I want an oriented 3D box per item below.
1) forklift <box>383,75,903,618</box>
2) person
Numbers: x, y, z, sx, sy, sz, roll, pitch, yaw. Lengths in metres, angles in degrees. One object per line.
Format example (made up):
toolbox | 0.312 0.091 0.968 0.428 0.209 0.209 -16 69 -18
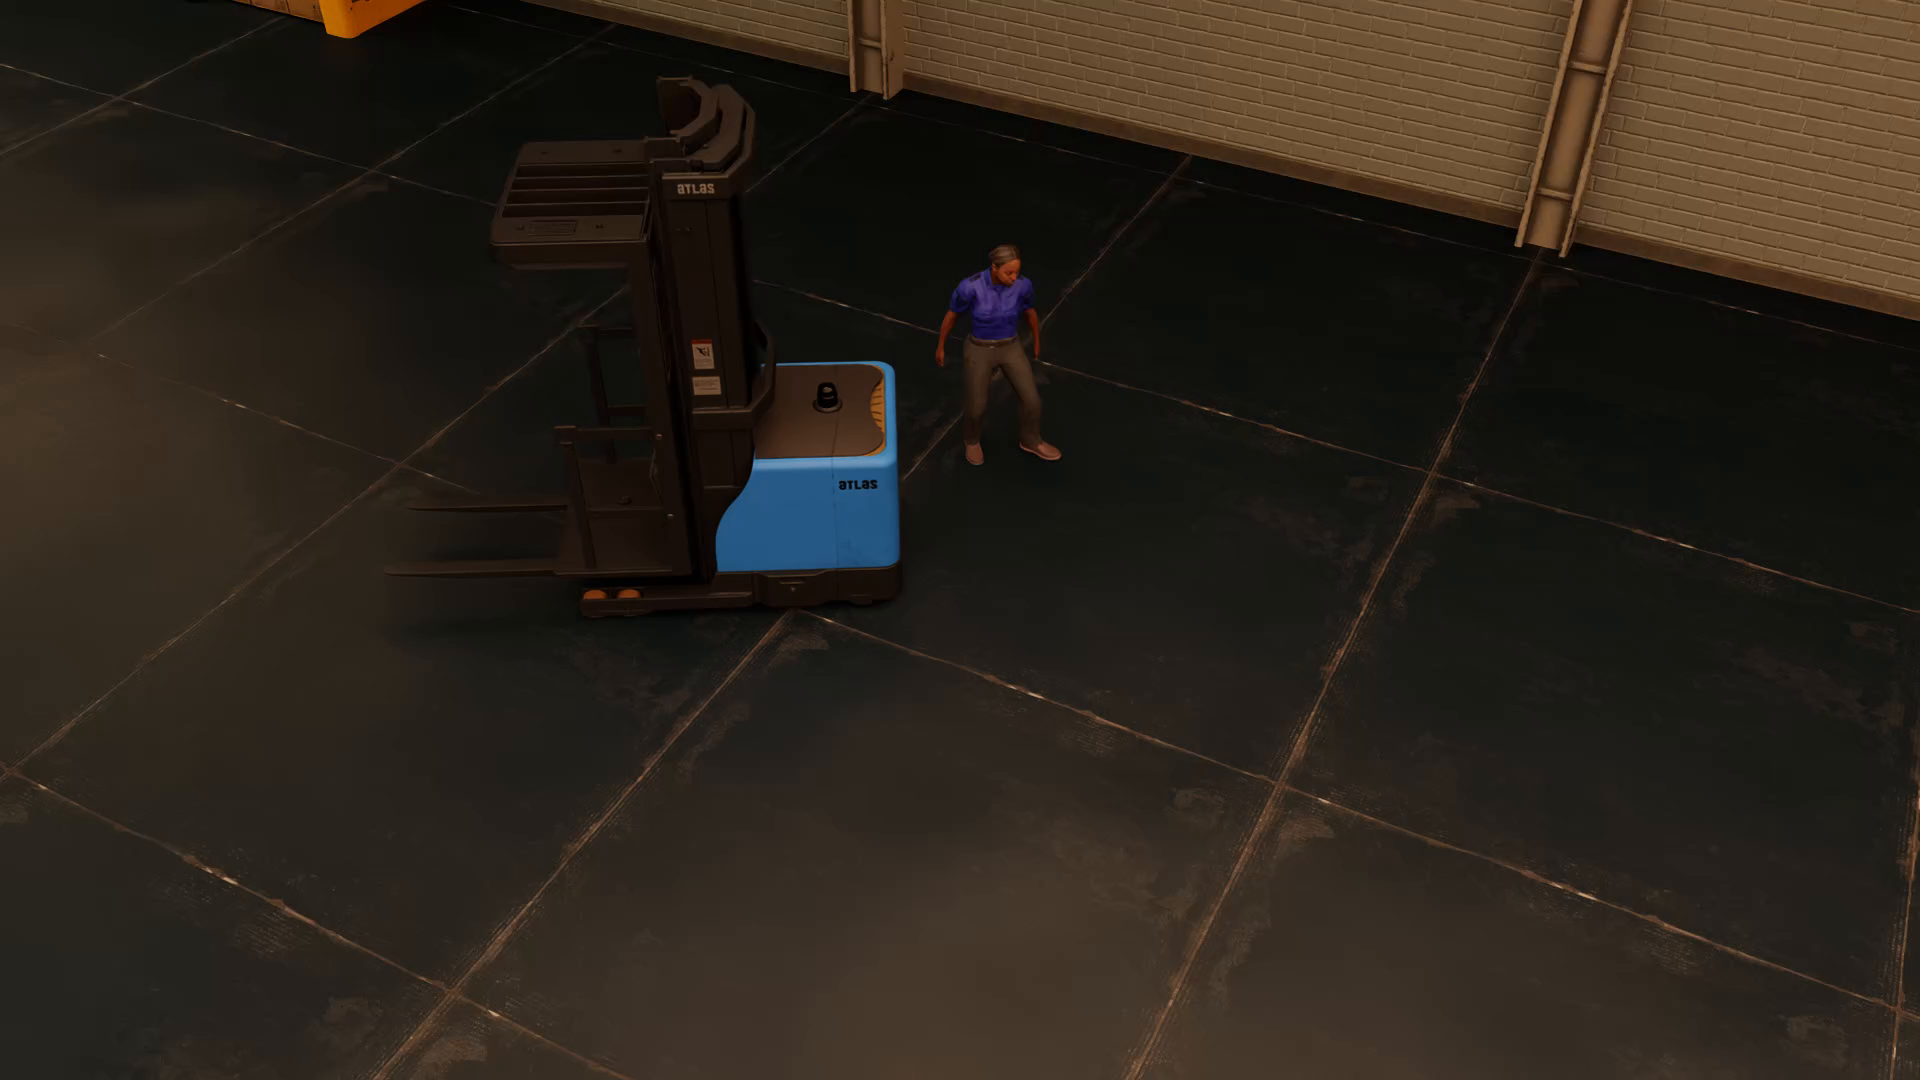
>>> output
forklift | -1.867 -1.017 9.194 3.031 2.935 1.130 -2 40 -2
person | 0.246 -1.180 10.420 0.801 1.628 0.391 -7 41 -8
